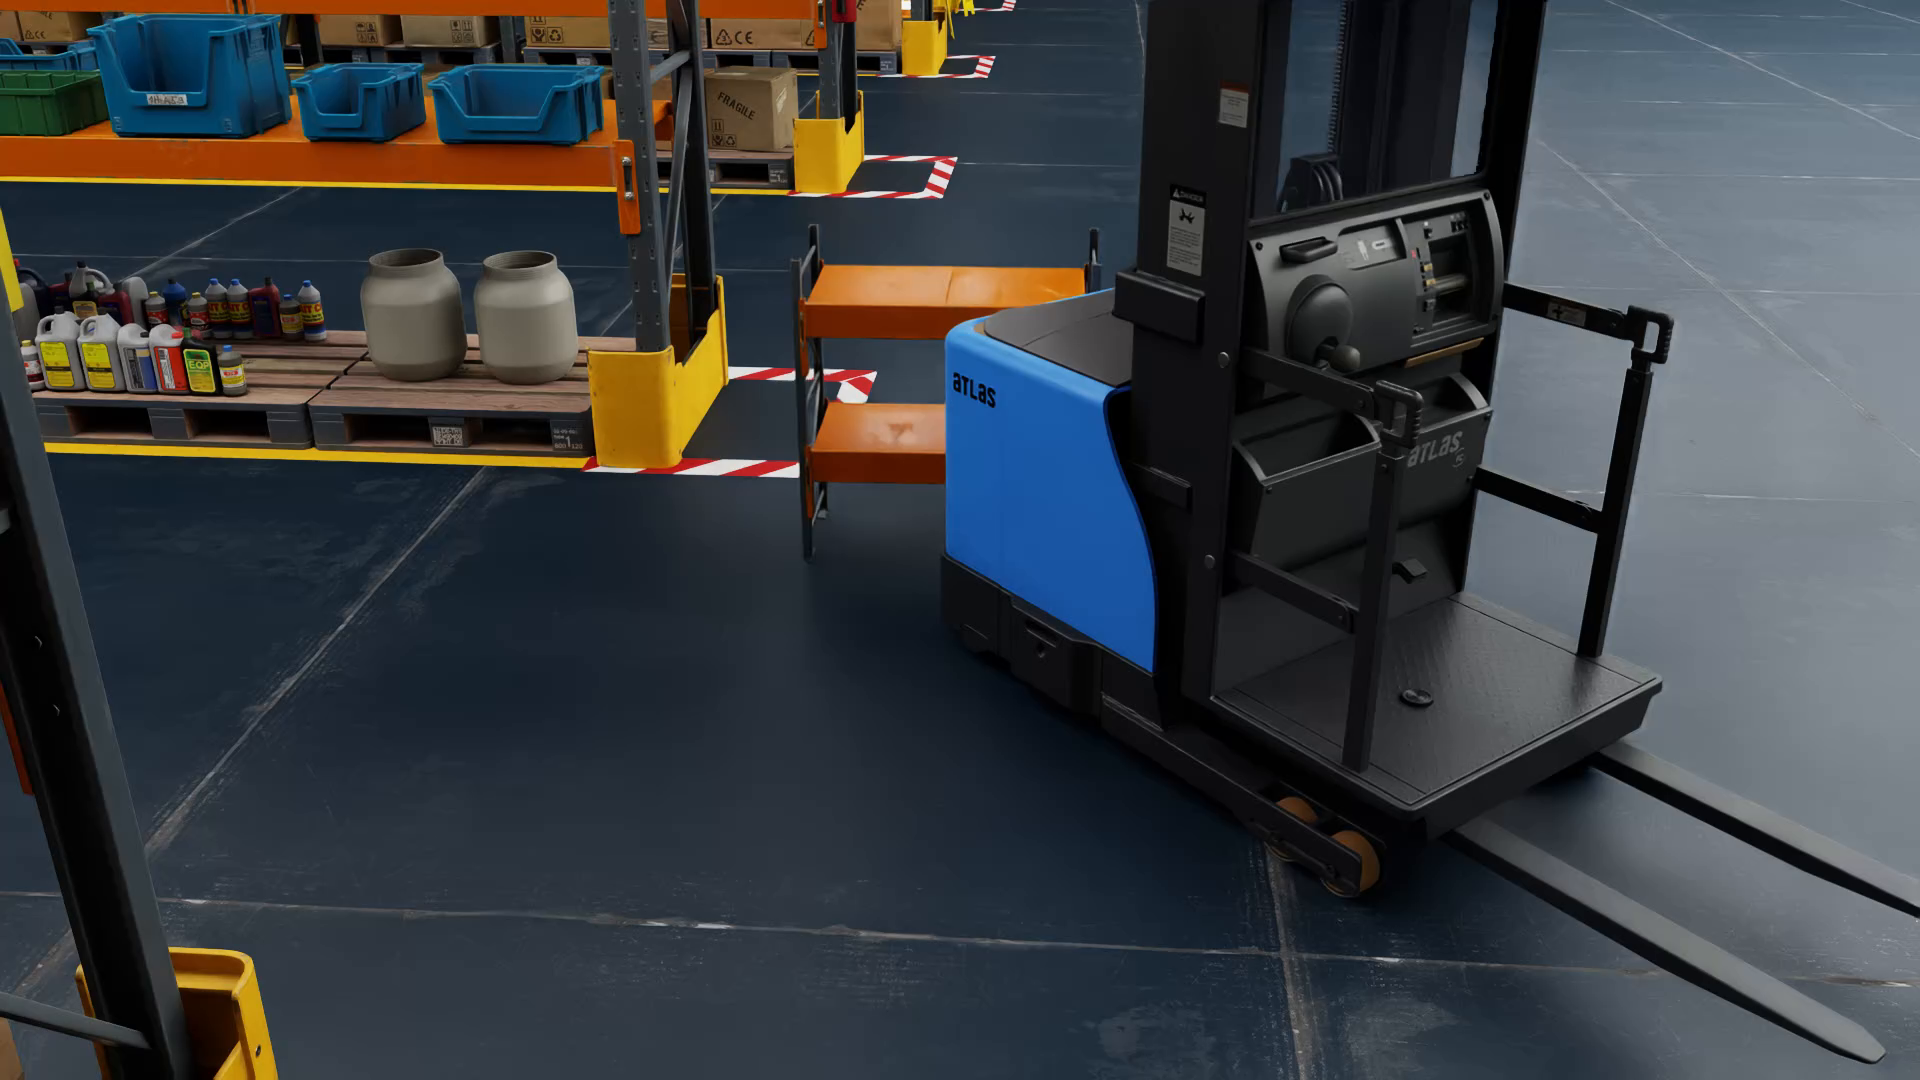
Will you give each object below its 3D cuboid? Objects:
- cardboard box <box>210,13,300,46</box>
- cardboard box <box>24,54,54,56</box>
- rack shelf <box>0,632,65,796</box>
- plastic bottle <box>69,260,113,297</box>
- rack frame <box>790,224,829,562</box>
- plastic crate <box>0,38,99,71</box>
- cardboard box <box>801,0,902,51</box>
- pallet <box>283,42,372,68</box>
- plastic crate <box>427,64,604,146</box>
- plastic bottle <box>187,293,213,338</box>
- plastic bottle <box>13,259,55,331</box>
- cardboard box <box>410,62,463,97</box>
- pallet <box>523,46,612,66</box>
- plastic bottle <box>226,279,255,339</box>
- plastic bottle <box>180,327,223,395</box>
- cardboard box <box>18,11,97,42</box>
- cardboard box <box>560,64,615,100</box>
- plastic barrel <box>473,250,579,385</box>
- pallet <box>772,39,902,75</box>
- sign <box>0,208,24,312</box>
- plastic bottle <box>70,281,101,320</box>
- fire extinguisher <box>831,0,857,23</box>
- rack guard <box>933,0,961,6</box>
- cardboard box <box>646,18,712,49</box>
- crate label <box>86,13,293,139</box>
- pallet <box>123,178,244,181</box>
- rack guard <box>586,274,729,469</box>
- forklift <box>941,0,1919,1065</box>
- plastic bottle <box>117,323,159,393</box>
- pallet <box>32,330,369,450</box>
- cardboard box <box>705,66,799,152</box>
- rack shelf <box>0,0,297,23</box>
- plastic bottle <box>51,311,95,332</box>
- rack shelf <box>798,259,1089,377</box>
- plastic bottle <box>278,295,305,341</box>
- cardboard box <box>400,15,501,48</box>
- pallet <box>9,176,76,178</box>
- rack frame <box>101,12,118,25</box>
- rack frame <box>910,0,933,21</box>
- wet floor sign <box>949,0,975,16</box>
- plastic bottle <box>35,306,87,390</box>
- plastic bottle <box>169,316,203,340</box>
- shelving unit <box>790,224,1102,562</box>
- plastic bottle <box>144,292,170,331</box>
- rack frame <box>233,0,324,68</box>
[{"bbox_3d":[-6.873,-5.390,16.565,0.750,0.750,1.050,2,25,5],"label":"cardboard box"},{"bbox_3d":[-7.037,-3.264,12.220,0.500,0.500,0.700,4,25,8],"label":"cardboard box"},{"bbox_3d":[-3.606,0.407,2.639,4.000,0.370,1.077,2,25,4],"label":"rack shelf"},{"bbox_3d":[-4.039,-1.128,7.756,0.185,0.351,0.144,2,25,4],"label":"plastic bottle"},{"bbox_3d":[-0.544,-0.535,6.067,0.032,1.125,0.500,1,25,3],"label":"rack frame"},{"bbox_3d":[-4.093,-2.059,7.314,0.616,0.251,0.499,2,25,4],"label":"plastic crate"},{"bbox_3d":[-1.050,-5.269,16.151,0.875,0.875,0.875,2,25,4],"label":"cardboard box"},{"bbox_3d":[-6.352,-4.941,16.736,1.213,0.211,1.003,2,25,4],"label":"pallet"},{"bbox_3d":[-1.751,-1.744,6.630,0.616,0.251,0.499,2,25,4],"label":"plastic crate"},{"bbox_3d":[-3.553,-1.054,7.775,0.097,0.201,0.097,0,25,0],"label":"plastic bottle"},{"bbox_3d":[-4.362,-1.138,7.778,0.185,0.351,0.144,1,25,1],"label":"plastic bottle"},{"bbox_3d":[-3.870,-3.124,11.938,0.500,0.500,0.500,10,27,21],"label":"cardboard box"},{"bbox_3d":[-3.605,-4.853,16.545,1.213,0.211,1.003,2,25,4],"label":"pallet"},{"bbox_3d":[-3.354,-1.080,7.746,0.097,0.271,0.097,0,25,0],"label":"plastic bottle"},{"bbox_3d":[-3.211,-0.759,7.034,0.133,0.283,0.061,2,25,5],"label":"plastic bottle"},{"bbox_3d":[-9.022,-5.272,16.607,0.500,0.500,0.500,2,25,4],"label":"cardboard box"},{"bbox_3d":[-2.692,-3.100,11.886,0.500,0.500,0.500,4,25,9],"label":"cardboard box"},{"bbox_3d":[-1.891,-0.970,7.244,0.421,0.512,0.421,0,25,0],"label":"plastic barrel"},{"bbox_3d":[-1.172,-4.775,16.375,1.213,0.211,1.003,2,25,4],"label":"pallet"},{"bbox_3d":[-1.563,-0.517,2.654,0.005,0.325,0.100,2,25,4],"label":"sign"},{"bbox_3d":[-4.022,-1.054,7.675,0.133,0.283,0.061,2,25,4],"label":"plastic bottle"},{"bbox_3d":[-0.771,-3.754,10.913,0.183,0.674,0.296,2,25,4],"label":"fire extinguisher"},{"bbox_3d":[-0.167,-6.982,20.826,0.348,0.500,1.175,2,25,4],"label":"rack guard"},{"bbox_3d":[-2.837,-5.326,16.276,0.875,0.875,0.875,2,25,4],"label":"cardboard box"},{"bbox_3d":[-3.085,-1.883,6.711,0.616,0.435,0.502,2,25,4],"label":"crate label"},{"bbox_3d":[-5.614,-2.870,12.236,1.213,0.211,1.003,2,25,4],"label":"pallet"},{"bbox_3d":[-1.308,-0.768,7.321,0.348,0.500,1.175,2,25,4],"label":"rack guard"},{"bbox_3d":[1.223,-0.650,4.156,1.130,2.935,3.031,-17,30,-33],"label":"forklift"},{"bbox_3d":[-3.481,-0.783,7.096,0.135,0.276,0.152,1,25,3],"label":"plastic bottle"},{"bbox_3d":[-3.331,-0.705,7.530,1.213,0.211,1.003,2,25,4],"label":"pallet"},{"bbox_3d":[-1.471,-3.067,11.815,0.500,0.500,0.500,6,25,14],"label":"cardboard box"},{"bbox_3d":[-6.832,-3.850,11.889,4.000,0.370,1.077,2,25,4],"label":"rack shelf"},{"bbox_3d":[-3.846,-0.855,7.252,0.135,0.276,0.152,2,25,4],"label":"plastic bottle"},{"bbox_3d":[-0.037,-0.789,5.919,1.000,0.278,0.538,1,25,3],"label":"rack shelf"},{"bbox_3d":[-3.116,-1.040,7.744,0.097,0.201,0.097,0,25,0],"label":"plastic bottle"},{"bbox_3d":[-4.983,-5.328,16.430,0.750,0.750,1.050,2,25,4],"label":"cardboard box"},{"bbox_3d":[-6.834,-2.908,12.318,1.213,0.211,1.003,2,25,4],"label":"pallet"},{"bbox_3d":[-8.346,-6.305,16.364,0.127,3.000,1.000,2,25,4],"label":"rack frame"},{"bbox_3d":[-0.369,-6.049,15.807,0.127,3.000,1.000,2,25,4],"label":"rack frame"},{"bbox_3d":[0.017,-6.594,19.808,0.232,0.644,0.267,11,27,22],"label":"wet floor sign"},{"bbox_3d":[-3.832,-0.827,7.101,0.185,0.351,0.144,2,25,4],"label":"plastic bottle"},{"bbox_3d":[-3.335,-0.826,7.181,0.133,0.283,0.061,2,25,4],"label":"plastic bottle"},{"bbox_3d":[-0.037,-0.523,6.042,1.048,1.125,0.538,1,25,3],"label":"shelving unit"},{"bbox_3d":[-3.758,-1.061,7.789,0.097,0.201,0.097,0,25,0],"label":"plastic bottle"},{"bbox_3d":[-4.838,-4.113,11.600,0.127,3.000,1.000,2,25,4],"label":"rack frame"}]
